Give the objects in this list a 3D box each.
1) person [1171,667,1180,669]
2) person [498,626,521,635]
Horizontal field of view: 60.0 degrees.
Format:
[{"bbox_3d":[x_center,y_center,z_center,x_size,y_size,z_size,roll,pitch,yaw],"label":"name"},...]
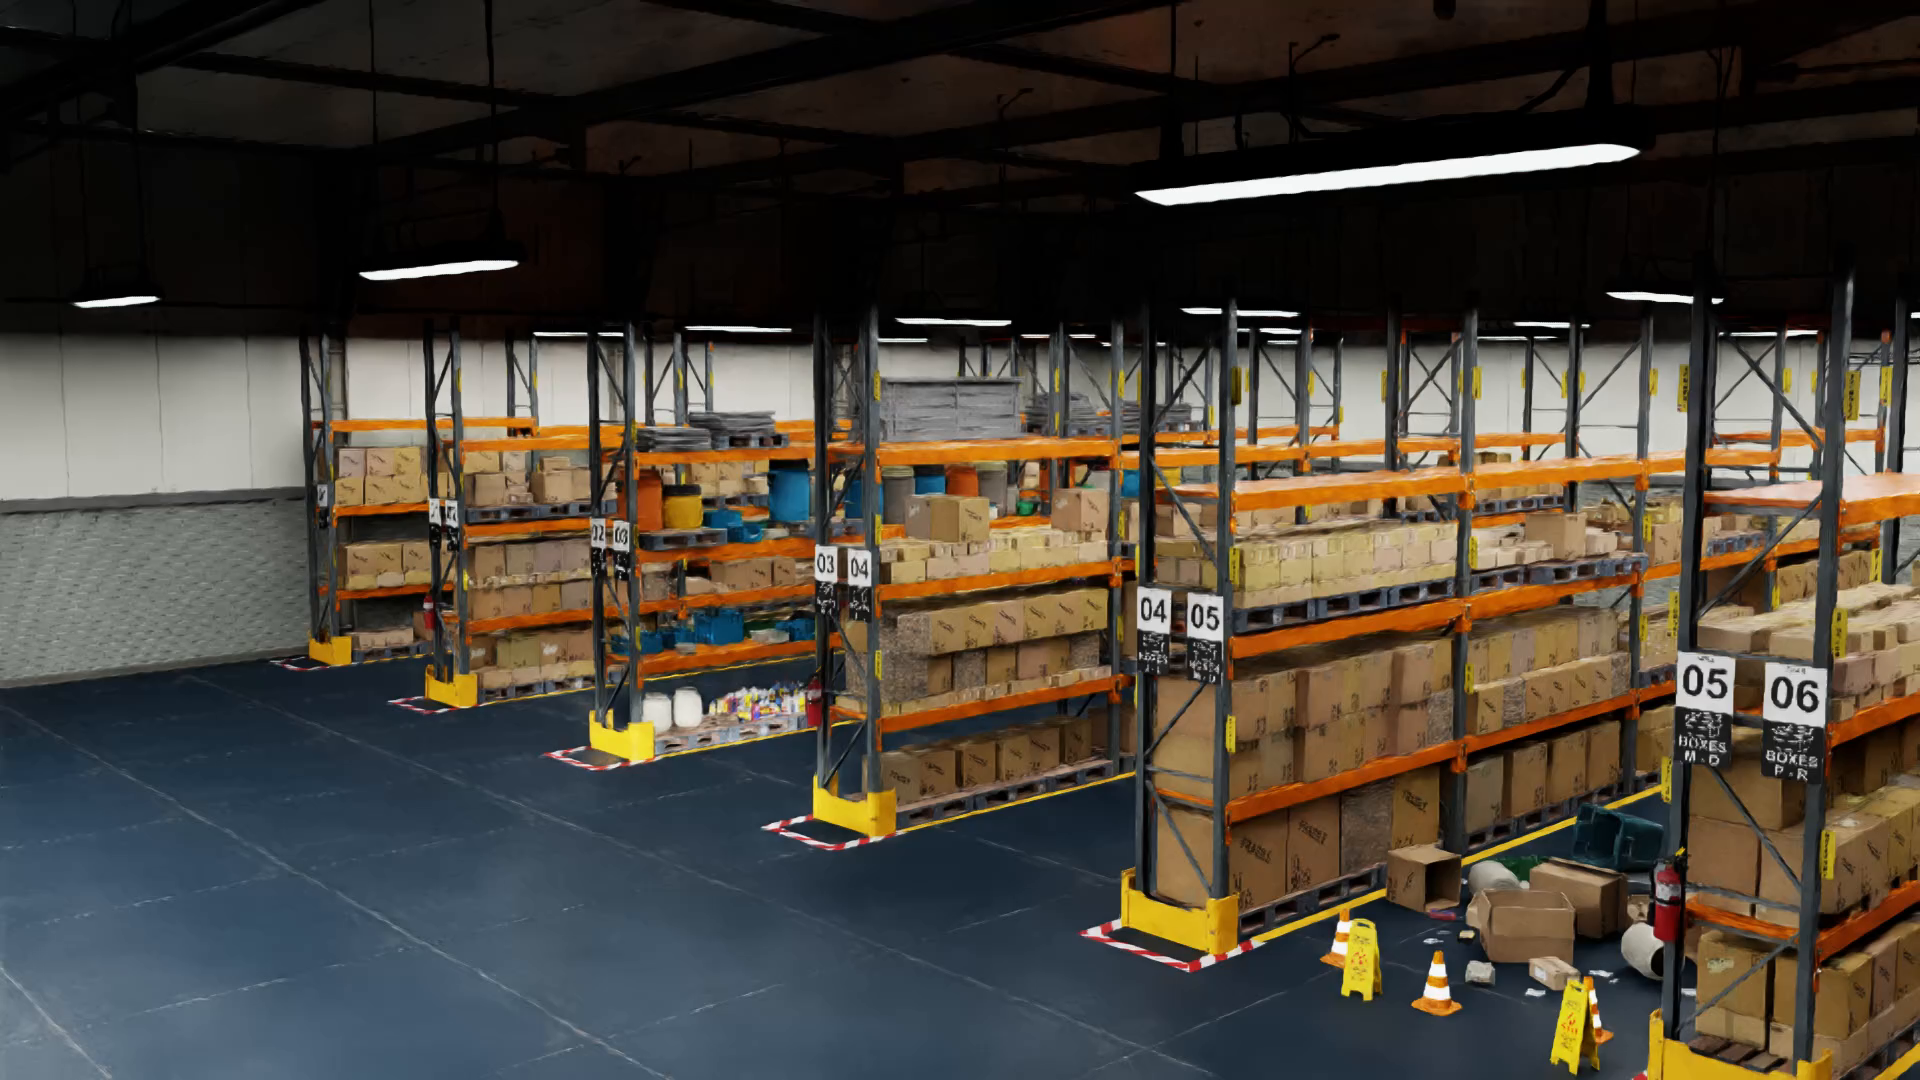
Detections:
[{"bbox_3d":[2.744,2.309,20.290,0.638,1.607,0.813,3,7,30],"label":"person"},{"bbox_3d":[-7.764,1.470,28.649,0.639,1.632,0.506,6,8,45],"label":"person"}]
